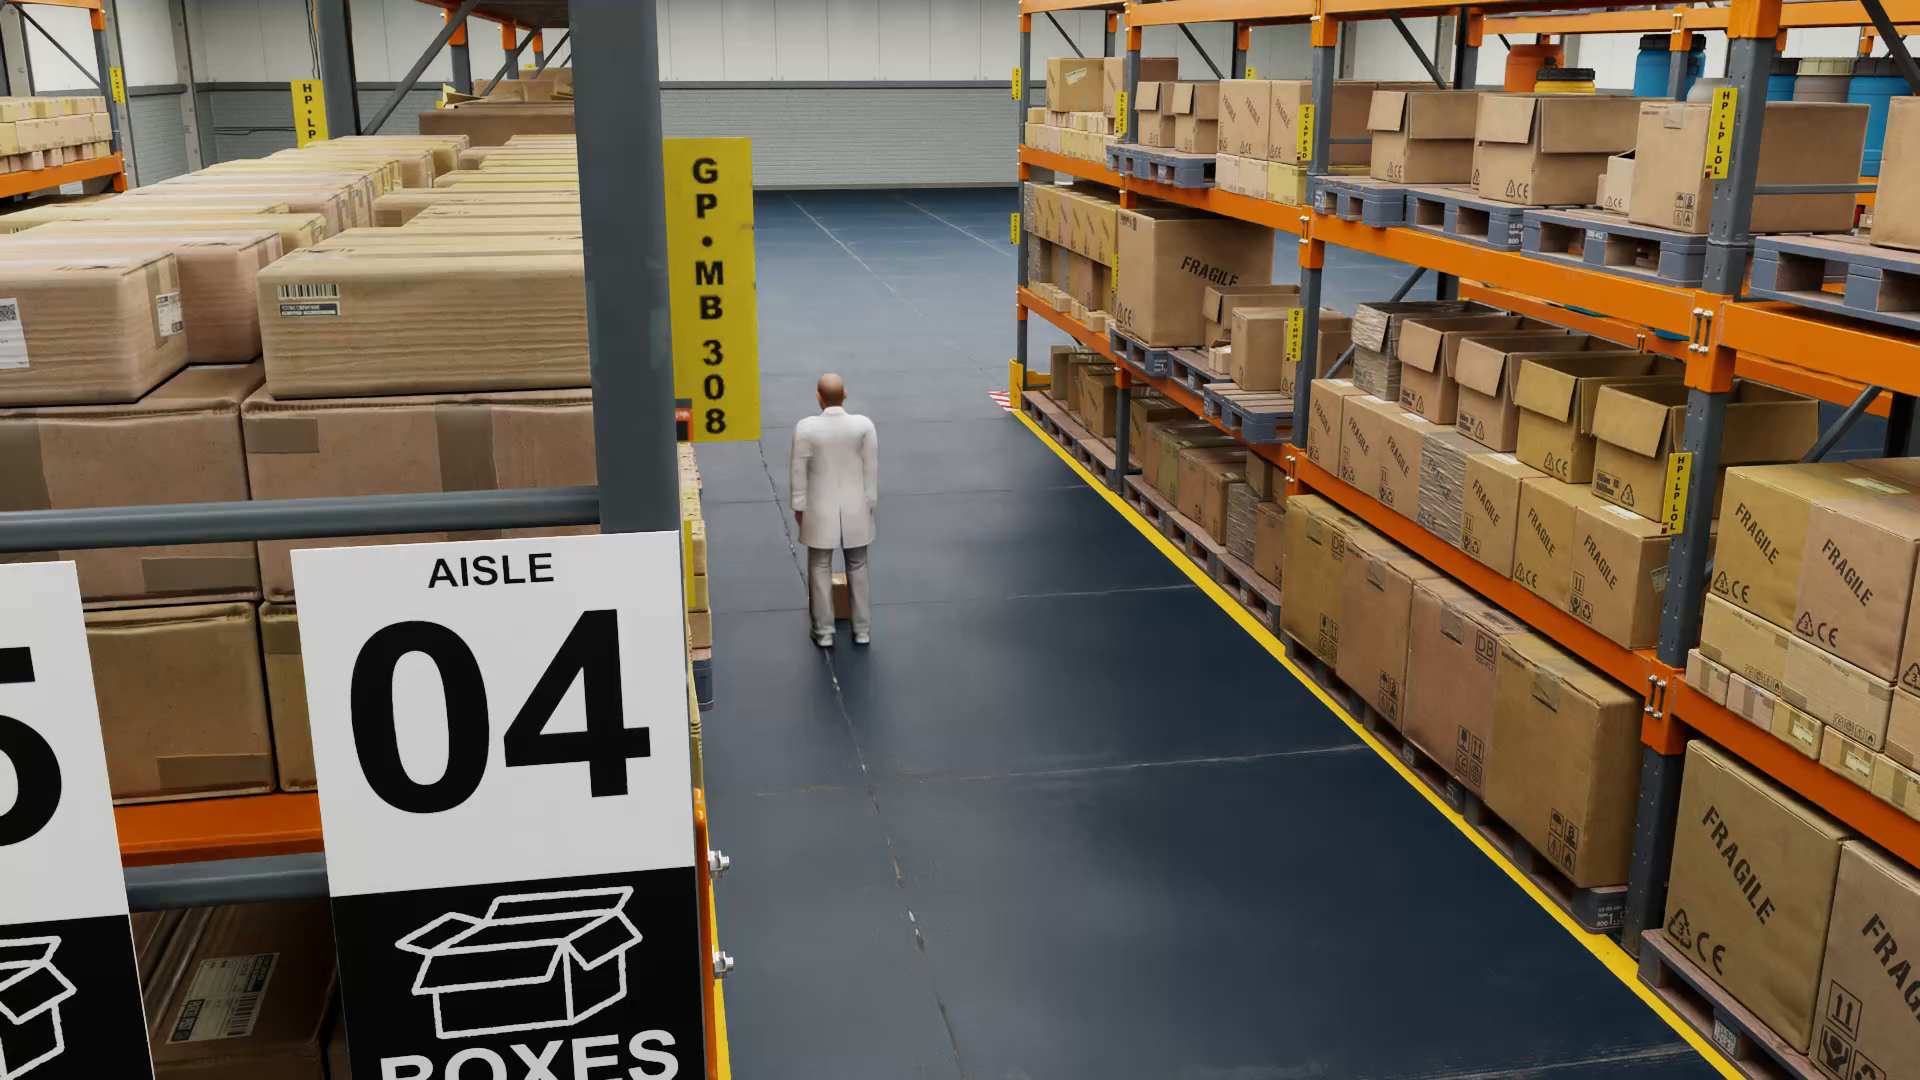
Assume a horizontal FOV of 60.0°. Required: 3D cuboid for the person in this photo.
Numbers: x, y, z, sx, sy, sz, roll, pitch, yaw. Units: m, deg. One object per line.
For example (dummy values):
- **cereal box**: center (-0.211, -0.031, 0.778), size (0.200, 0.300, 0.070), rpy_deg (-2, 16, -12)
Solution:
- **person**: center (-0.818, -0.198, 10.771), size (0.564, 1.769, 0.377), rpy_deg (-3, 16, -10)
